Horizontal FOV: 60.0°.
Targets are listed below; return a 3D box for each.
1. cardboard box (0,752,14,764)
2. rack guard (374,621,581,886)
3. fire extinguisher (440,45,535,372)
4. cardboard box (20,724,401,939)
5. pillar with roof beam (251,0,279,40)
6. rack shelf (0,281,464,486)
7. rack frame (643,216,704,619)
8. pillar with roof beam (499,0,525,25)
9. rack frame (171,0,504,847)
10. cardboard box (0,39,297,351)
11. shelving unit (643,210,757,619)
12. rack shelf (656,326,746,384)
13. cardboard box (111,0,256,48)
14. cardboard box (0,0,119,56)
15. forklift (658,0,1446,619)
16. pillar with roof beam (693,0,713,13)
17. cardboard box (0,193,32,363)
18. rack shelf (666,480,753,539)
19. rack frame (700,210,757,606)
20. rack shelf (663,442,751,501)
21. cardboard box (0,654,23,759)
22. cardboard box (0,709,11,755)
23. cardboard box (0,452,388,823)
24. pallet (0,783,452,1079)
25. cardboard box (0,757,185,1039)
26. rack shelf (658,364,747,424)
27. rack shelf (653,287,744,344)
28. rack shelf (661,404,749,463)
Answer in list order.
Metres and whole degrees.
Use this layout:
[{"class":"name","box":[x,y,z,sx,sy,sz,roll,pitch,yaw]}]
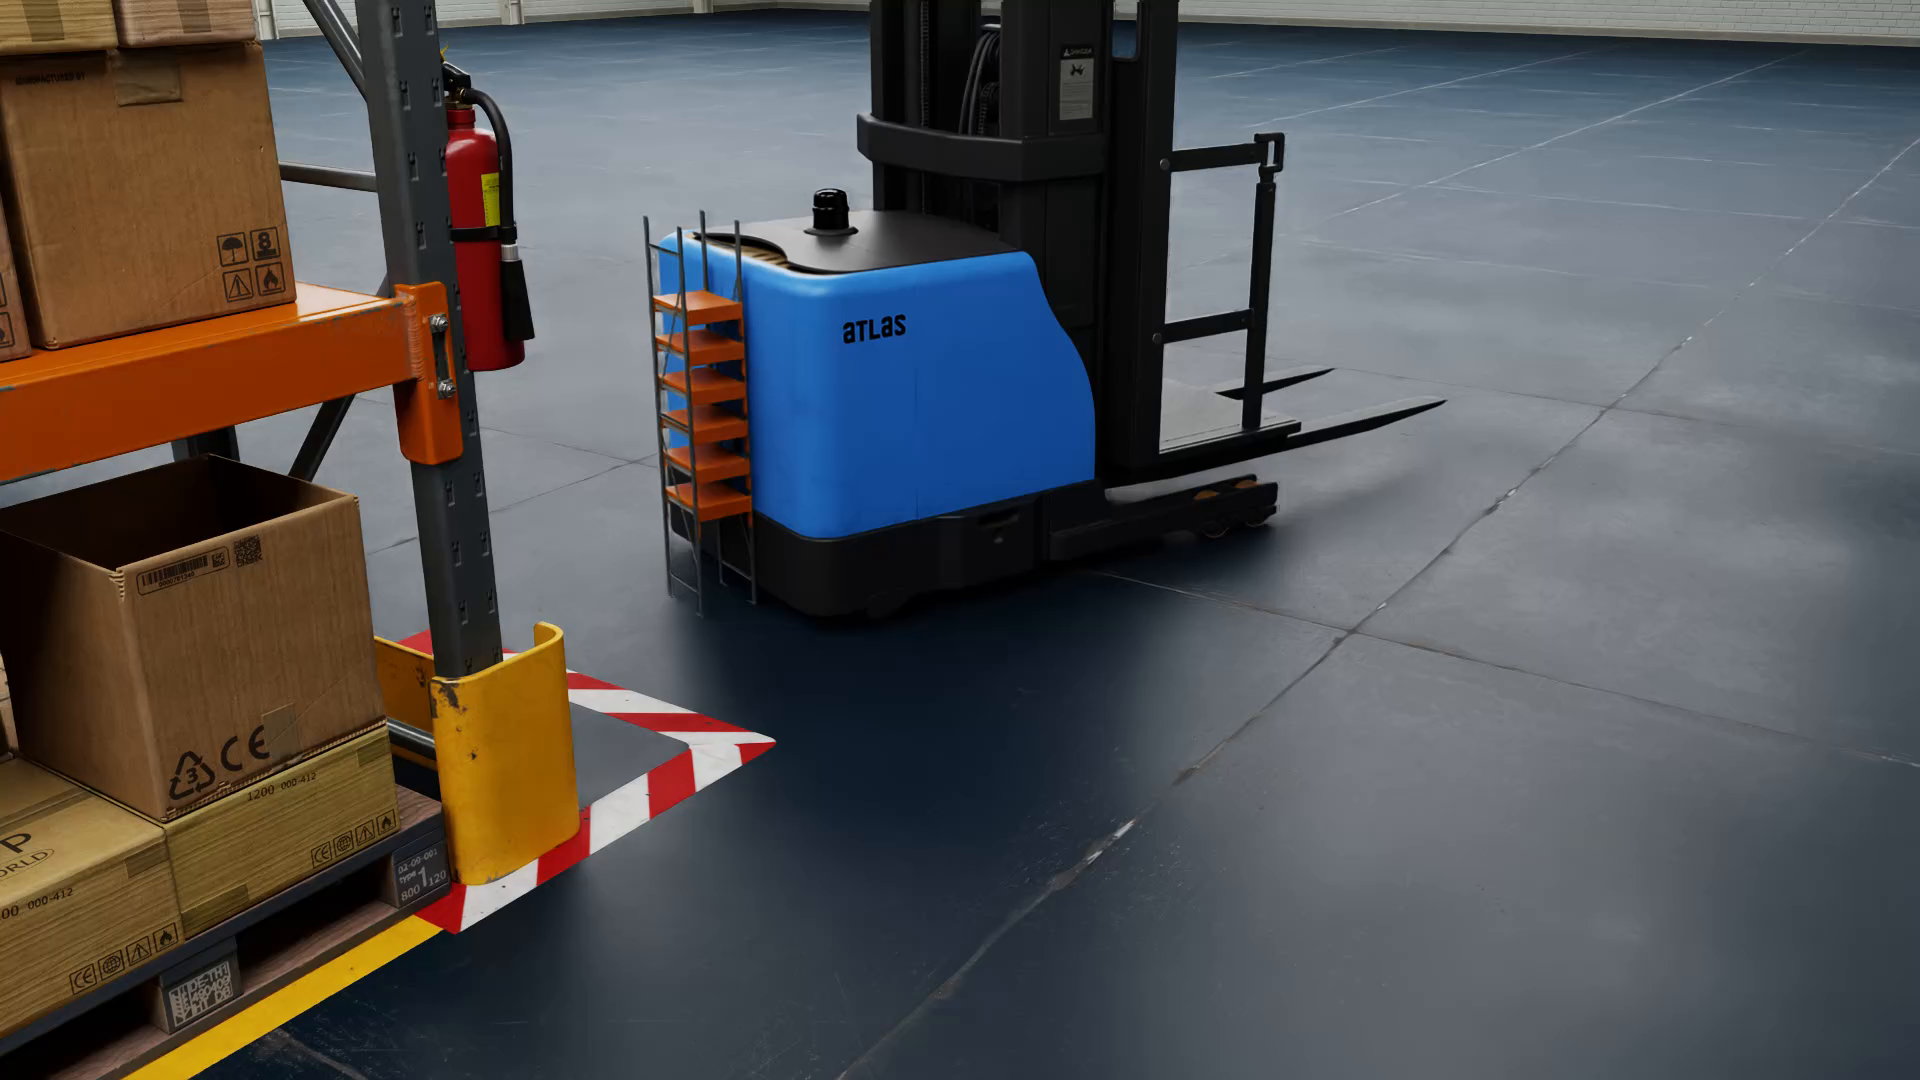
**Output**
[{"class":"cardboard box","box":[-2.227,0.560,3.284,0.500,0.250,0.500,13,24,32]},{"class":"rack guard","box":[-1.450,0.379,4.021,1.175,0.500,0.348,13,24,32]},{"class":"fire extinguisher","box":[-1.013,-0.694,3.429,0.296,0.674,0.183,13,24,32]},{"class":"cardboard box","box":[-1.521,0.517,3.401,0.500,0.250,0.500,13,24,32]},{"class":"pillar with roof beam","box":[-9.415,-12.734,27.220,9.100,9.000,0.400,13,24,32]},{"class":"rack shelf","box":[-2.588,0.124,2.142,1.077,0.370,4.000,13,24,32]},{"class":"rack frame","box":[-0.856,-0.353,4.989,0.006,1.200,0.240,-14,24,-33]},{"class":"pillar with roof beam","box":[-6.043,-14.456,31.874,9.100,9.000,0.400,13,24,32]},{"class":"rack frame","box":[-1.464,-0.787,3.569,1.000,3.000,0.127,13,24,32]},{"class":"cardboard box","box":[-1.737,-0.702,3.196,0.700,0.500,0.500,13,24,32]},{"class":"shelving unit","box":[-0.782,-0.371,5.039,0.189,1.200,0.258,-14,24,-33]},{"class":"rack shelf","box":[-0.782,-0.554,4.971,0.180,0.103,0.258,-14,24,-33]},{"class":"cardboard box","box":[-1.521,-0.991,3.042,0.380,0.149,0.250,13,24,31]},{"class":"cardboard box","box":[-1.667,-0.916,2.838,0.380,0.149,0.250,14,24,33]},{"class":"forklift","box":[0.513,-1.517,5.641,3.031,2.935,1.130,-14,24,-33]},{"class":"pillar with roof beam","box":[-2.670,-16.177,36.528,9.100,9.000,0.400,13,24,32]},{"class":"cardboard box","box":[-2.028,-0.551,2.786,0.700,0.500,0.500,14,24,33]},{"class":"rack shelf","box":[-0.782,-0.104,5.137,0.180,0.103,0.258,-14,24,-33]},{"class":"rack frame","box":[-0.707,-0.389,5.088,0.006,1.200,0.240,-14,24,-33]},{"class":"rack shelf","box":[-0.782,-0.217,5.096,0.180,0.103,0.258,-14,24,-33]},{"class":"cardboard box","box":[-1.949,0.416,3.674,0.500,0.250,0.500,13,24,32]},{"class":"cardboard box","box":[-2.228,0.208,3.155,0.500,0.500,0.500,13,24,32]},{"class":"cardboard box","box":[-1.519,0.166,3.270,0.500,0.500,0.500,13,24,32]},{"class":"pallet","box":[-1.859,0.748,3.437,1.003,0.211,1.213,13,24,32]},{"class":"cardboard box","box":[-1.792,0.663,3.007,0.500,0.250,0.500,13,24,32]},{"class":"rack shelf","box":[-0.782,-0.442,5.012,0.180,0.103,0.258,-14,24,-33]},{"class":"rack shelf","box":[-0.782,-0.667,4.929,0.180,0.103,0.258,-14,24,-33]},{"class":"rack shelf","box":[-0.782,-0.329,5.054,0.180,0.103,0.258,-14,24,-33]}]
